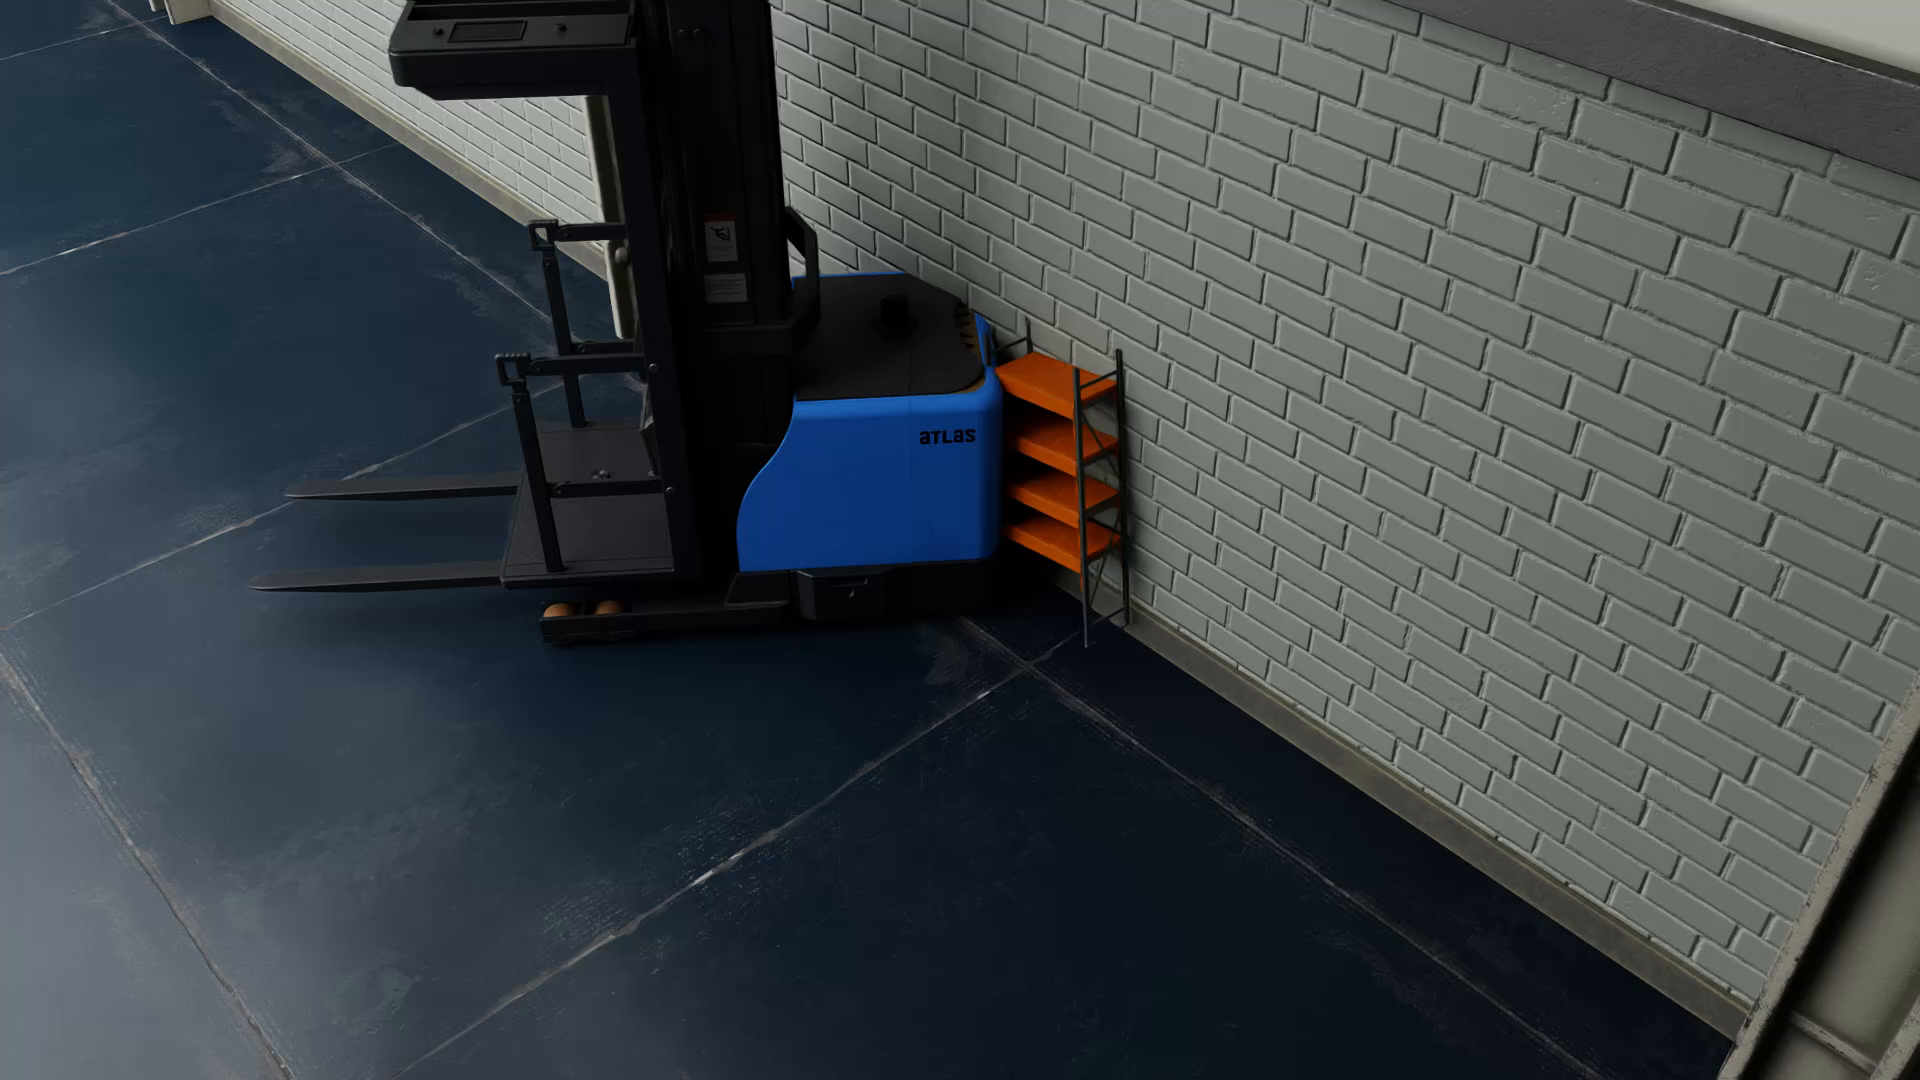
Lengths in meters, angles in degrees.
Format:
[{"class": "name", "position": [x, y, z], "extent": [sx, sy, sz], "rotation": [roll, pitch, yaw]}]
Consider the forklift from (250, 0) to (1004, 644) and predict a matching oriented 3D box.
[{"class": "forklift", "position": [-1.368, -1.067, 6.239], "extent": [3.031, 2.935, 1.130], "rotation": [-3, 39, -4]}]

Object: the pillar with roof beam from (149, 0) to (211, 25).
[{"class": "pillar with roof beam", "position": [-8.752, -5.471, 6.862], "extent": [9.100, 9.000, 0.400], "rotation": [-30, 48, -32]}]

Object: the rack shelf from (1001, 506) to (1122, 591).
[{"class": "rack shelf", "position": [0.405, 0.009, 6.629], "extent": [0.258, 0.148, 0.480], "rotation": [-26, 36, -33]}]

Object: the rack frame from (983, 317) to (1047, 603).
[{"class": "rack frame", "position": [0.227, -0.302, 6.663], "extent": [0.240, 1.200, 0.015], "rotation": [-26, 36, -33]}]

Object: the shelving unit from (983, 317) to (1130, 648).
[{"class": "shelving unit", "position": [0.386, -0.221, 6.497], "extent": [0.258, 1.200, 0.503], "rotation": [-26, 36, -33]}]

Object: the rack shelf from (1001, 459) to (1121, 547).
[{"class": "rack shelf", "position": [0.391, -0.162, 6.530], "extent": [0.258, 0.148, 0.480], "rotation": [-26, 36, -33]}]

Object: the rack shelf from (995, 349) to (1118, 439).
[{"class": "rack shelf", "position": [0.356, -0.560, 6.302], "extent": [0.258, 0.148, 0.480], "rotation": [-26, 36, -33]}]

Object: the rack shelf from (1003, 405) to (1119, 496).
[{"class": "rack shelf", "position": [0.374, -0.356, 6.419], "extent": [0.258, 0.148, 0.480], "rotation": [-26, 36, -33]}]

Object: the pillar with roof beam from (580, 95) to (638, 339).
[{"class": "pillar with roof beam", "position": [-4.694, -2.694, 3.424], "extent": [9.100, 9.000, 0.400], "rotation": [-30, 48, -32]}]

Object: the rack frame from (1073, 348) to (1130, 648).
[{"class": "rack frame", "position": [0.545, -0.139, 6.331], "extent": [0.240, 1.200, 0.015], "rotation": [-26, 36, -33]}]
